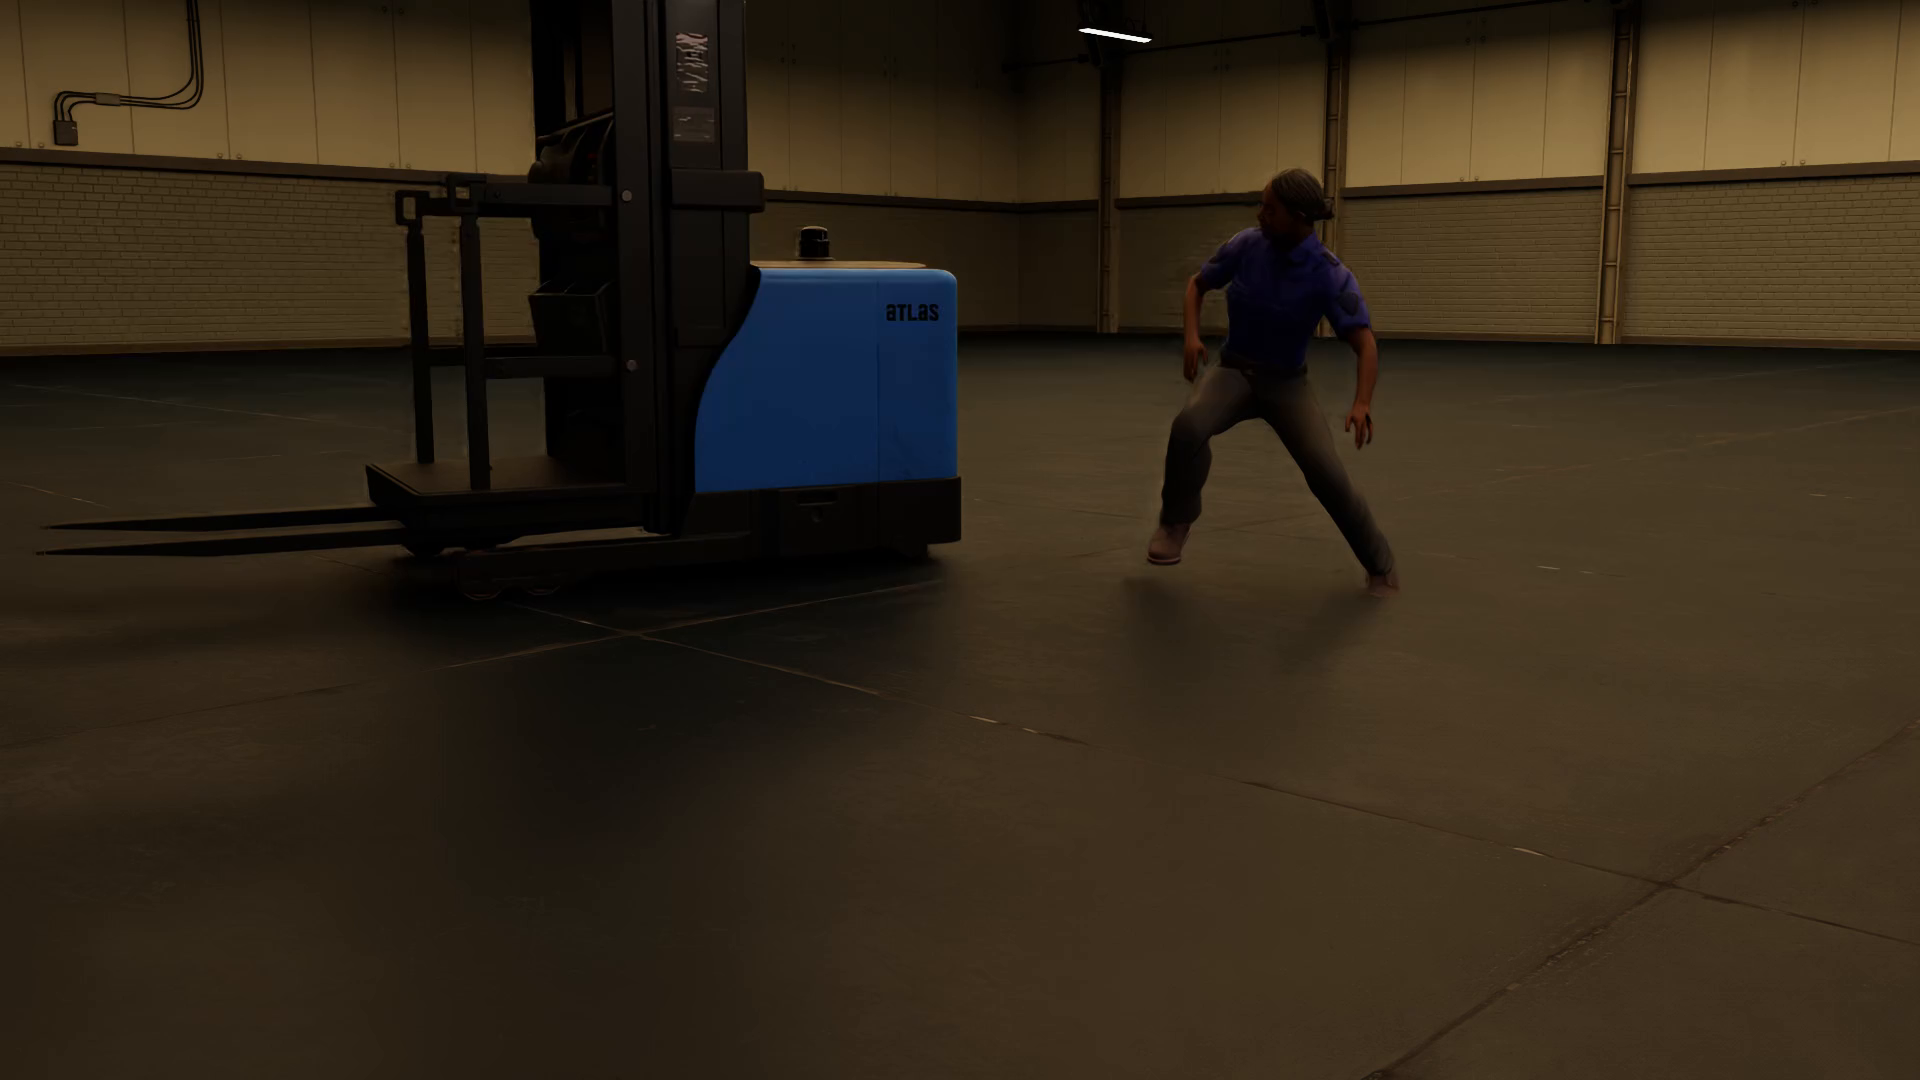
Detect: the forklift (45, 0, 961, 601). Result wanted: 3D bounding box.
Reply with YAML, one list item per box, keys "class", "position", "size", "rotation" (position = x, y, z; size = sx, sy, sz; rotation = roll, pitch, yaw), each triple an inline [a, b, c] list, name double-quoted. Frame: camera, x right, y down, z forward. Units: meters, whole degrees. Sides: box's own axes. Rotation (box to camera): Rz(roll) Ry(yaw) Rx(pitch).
- class: "forklift"
  position: [-1.545, -1.340, 5.770]
  size: [3.031, 2.935, 1.130]
  rotation: [-4, 10, -27]

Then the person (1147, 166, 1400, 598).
- class: "person"
  position: [1.067, -0.503, 5.545]
  size: [0.844, 1.446, 0.652]
  rotation: [3, 9, 21]
